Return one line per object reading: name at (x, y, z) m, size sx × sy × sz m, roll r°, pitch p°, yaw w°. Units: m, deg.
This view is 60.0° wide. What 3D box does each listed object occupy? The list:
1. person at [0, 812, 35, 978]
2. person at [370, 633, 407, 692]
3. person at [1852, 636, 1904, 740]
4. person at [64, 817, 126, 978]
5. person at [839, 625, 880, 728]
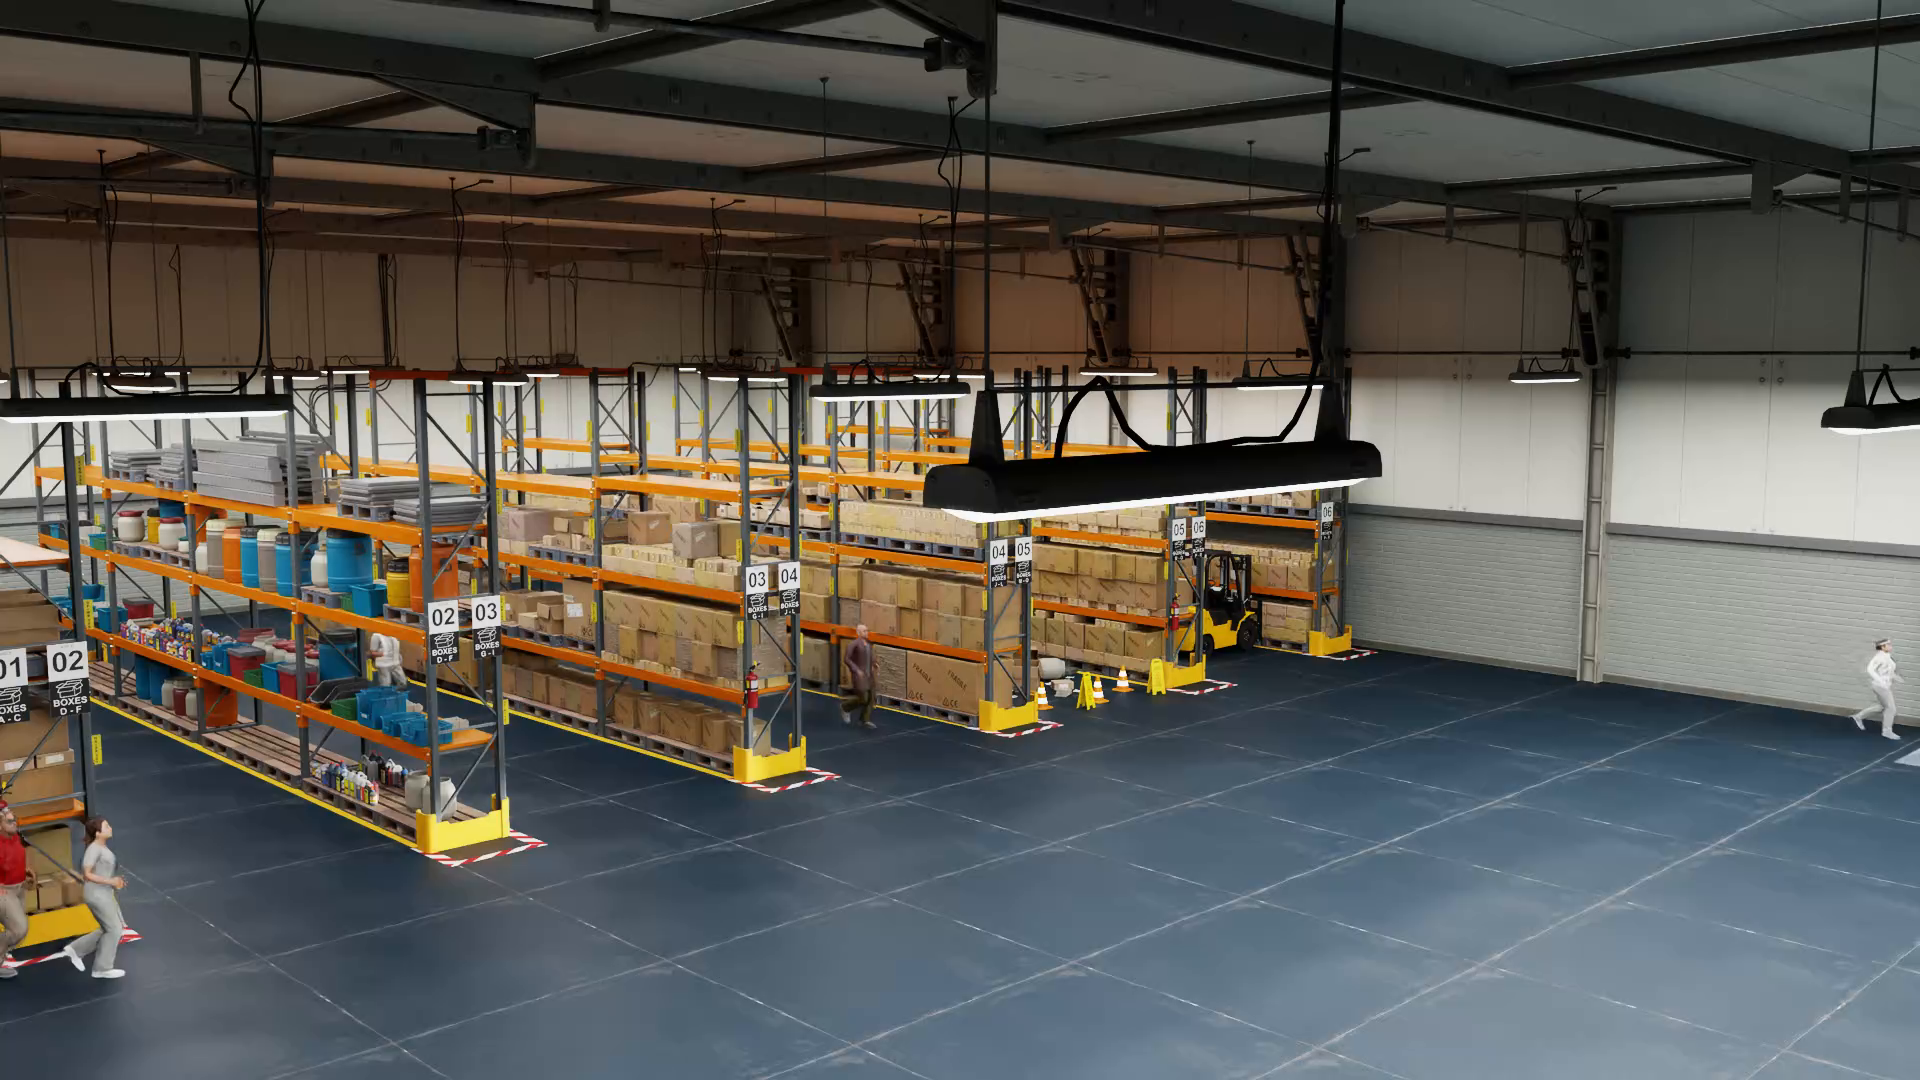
person at (-9.643, 3.592, 16.866) m, size 0.524 × 1.683 × 0.696 m, roll 0°, pitch 6°, yaw 2°
person at (-9.891, 2.196, 28.888) m, size 0.633 × 1.767 × 0.662 m, roll 4°, pitch 8°, yaw 34°
person at (15.131, 2.410, 27.398) m, size 0.754 × 1.692 × 0.635 m, roll 5°, pitch 8°, yaw 38°
person at (-8.803, 3.632, 16.950) m, size 0.618 × 1.621 × 0.594 m, roll -2°, pitch 7°, yaw -15°
person at (-1.700, 2.294, 28.169) m, size 0.683 × 1.755 × 0.736 m, roll 4°, pitch 8°, yaw 32°
